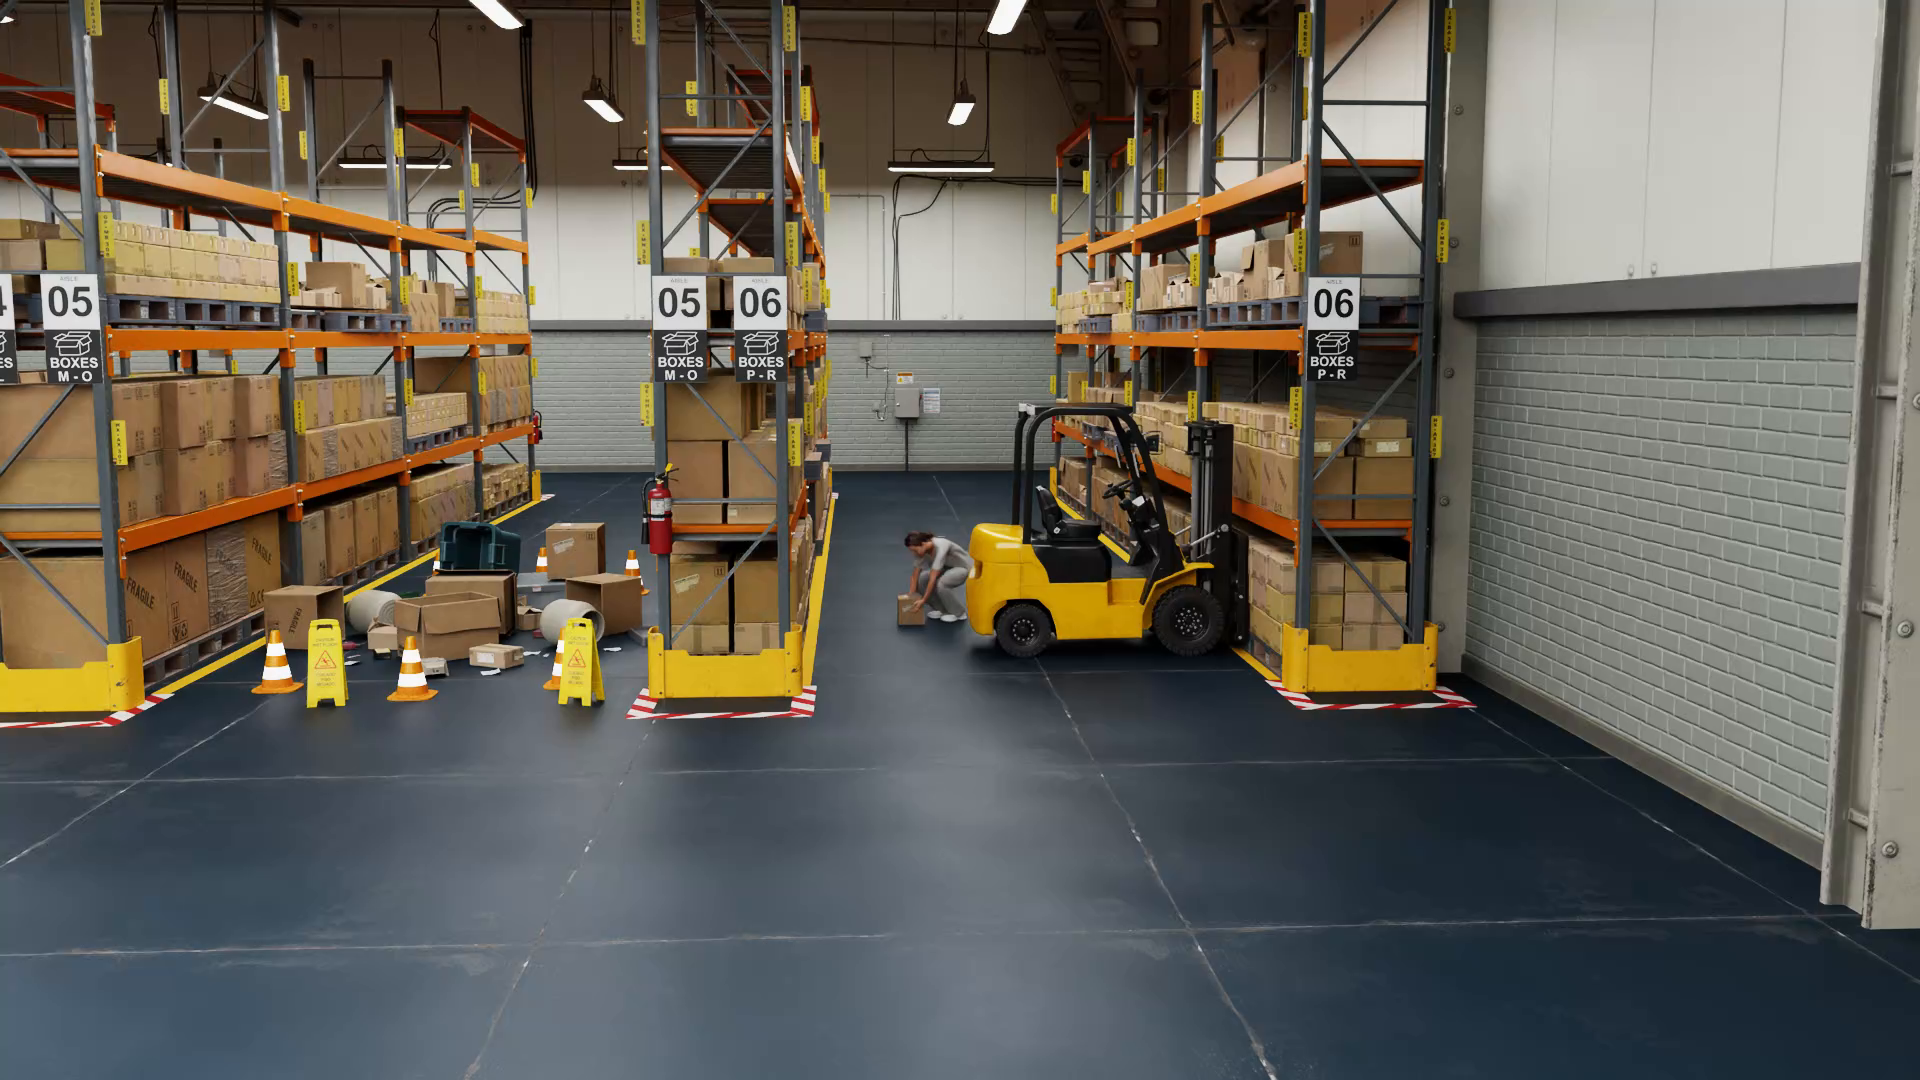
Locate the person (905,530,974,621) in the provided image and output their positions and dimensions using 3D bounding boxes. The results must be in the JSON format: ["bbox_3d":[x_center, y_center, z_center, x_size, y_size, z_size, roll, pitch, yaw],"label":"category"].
[{"bbox_3d":[-0.205,0.333,16.186,0.795,0.913,0.481,-5,8,-33],"label":"person"}]
